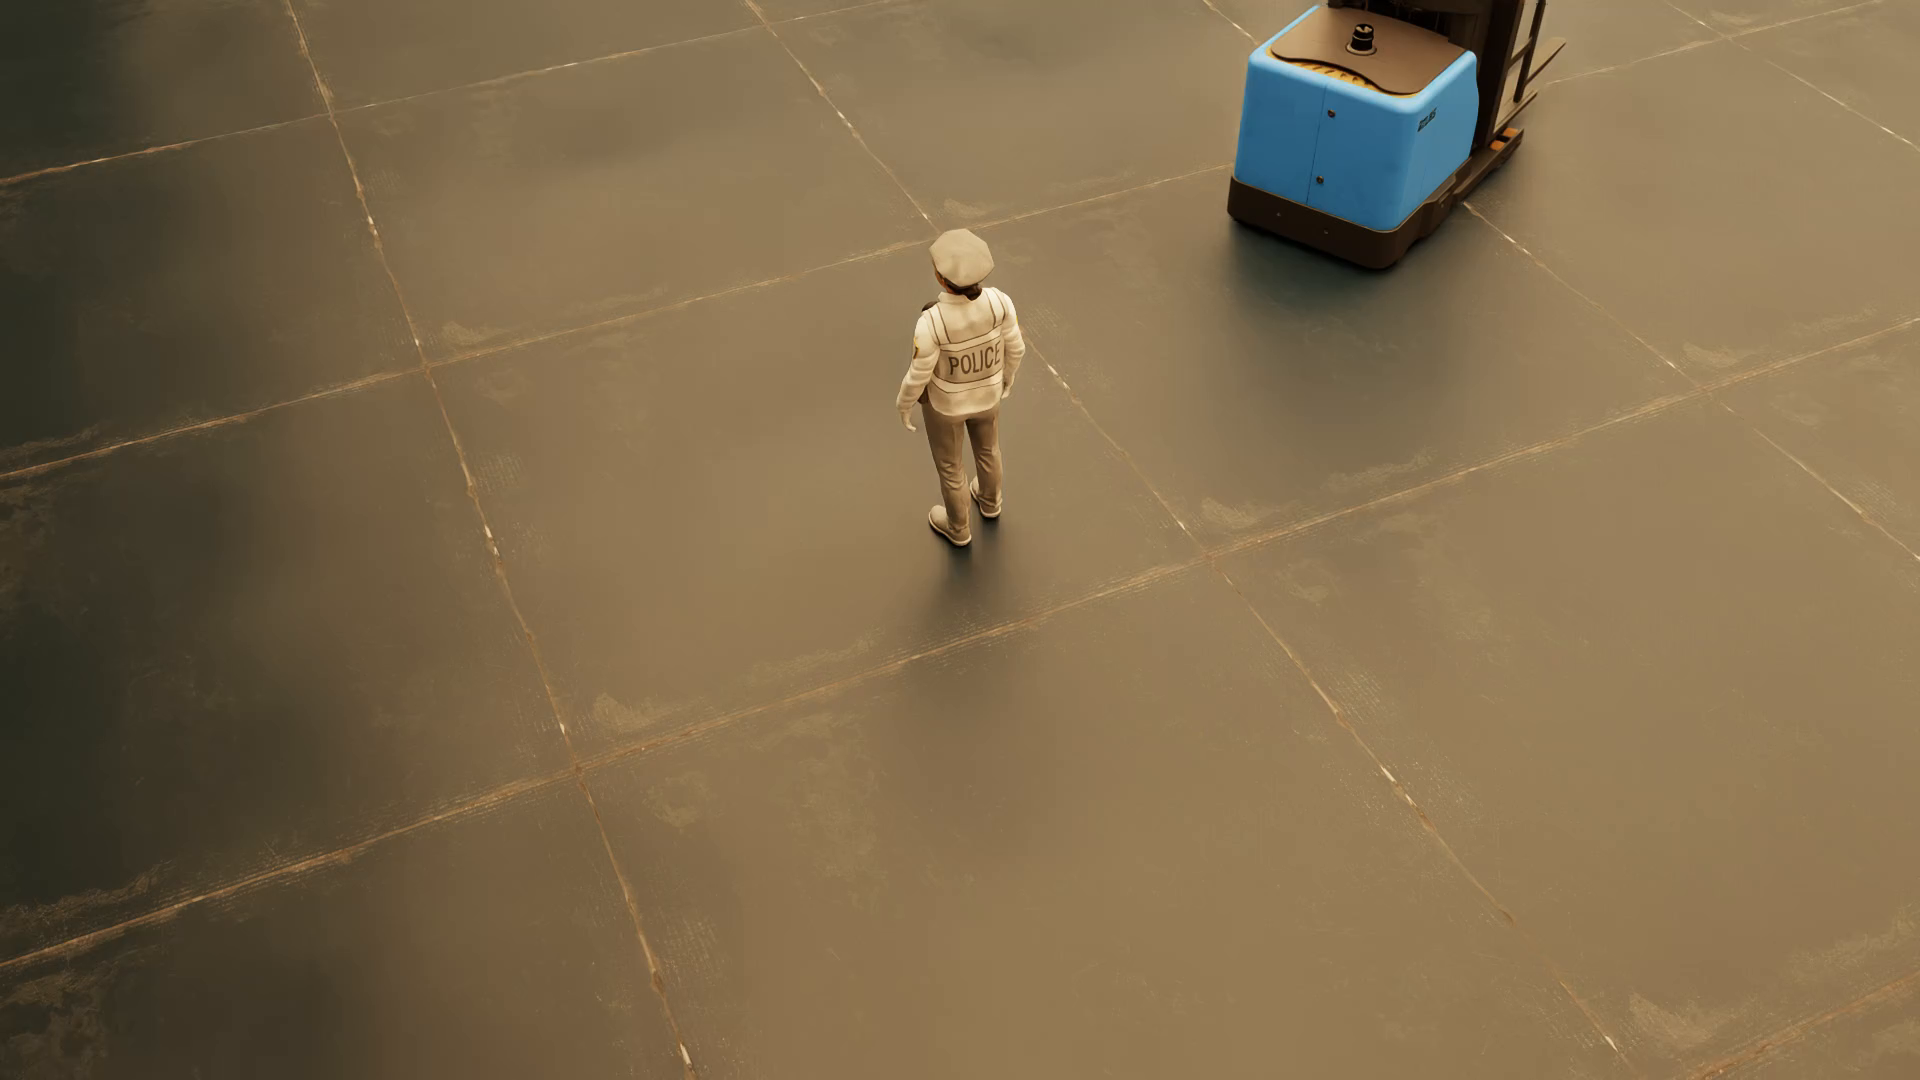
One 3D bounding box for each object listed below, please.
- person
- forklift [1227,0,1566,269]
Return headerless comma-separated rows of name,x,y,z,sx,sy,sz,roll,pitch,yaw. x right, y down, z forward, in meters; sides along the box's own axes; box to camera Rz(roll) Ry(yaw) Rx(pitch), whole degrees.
person,-0.022,-0.670,7.293,0.586,1.694,0.530,-18,46,-18
forklift,2.860,-3.556,9.491,1.130,2.935,3.031,27,49,26
